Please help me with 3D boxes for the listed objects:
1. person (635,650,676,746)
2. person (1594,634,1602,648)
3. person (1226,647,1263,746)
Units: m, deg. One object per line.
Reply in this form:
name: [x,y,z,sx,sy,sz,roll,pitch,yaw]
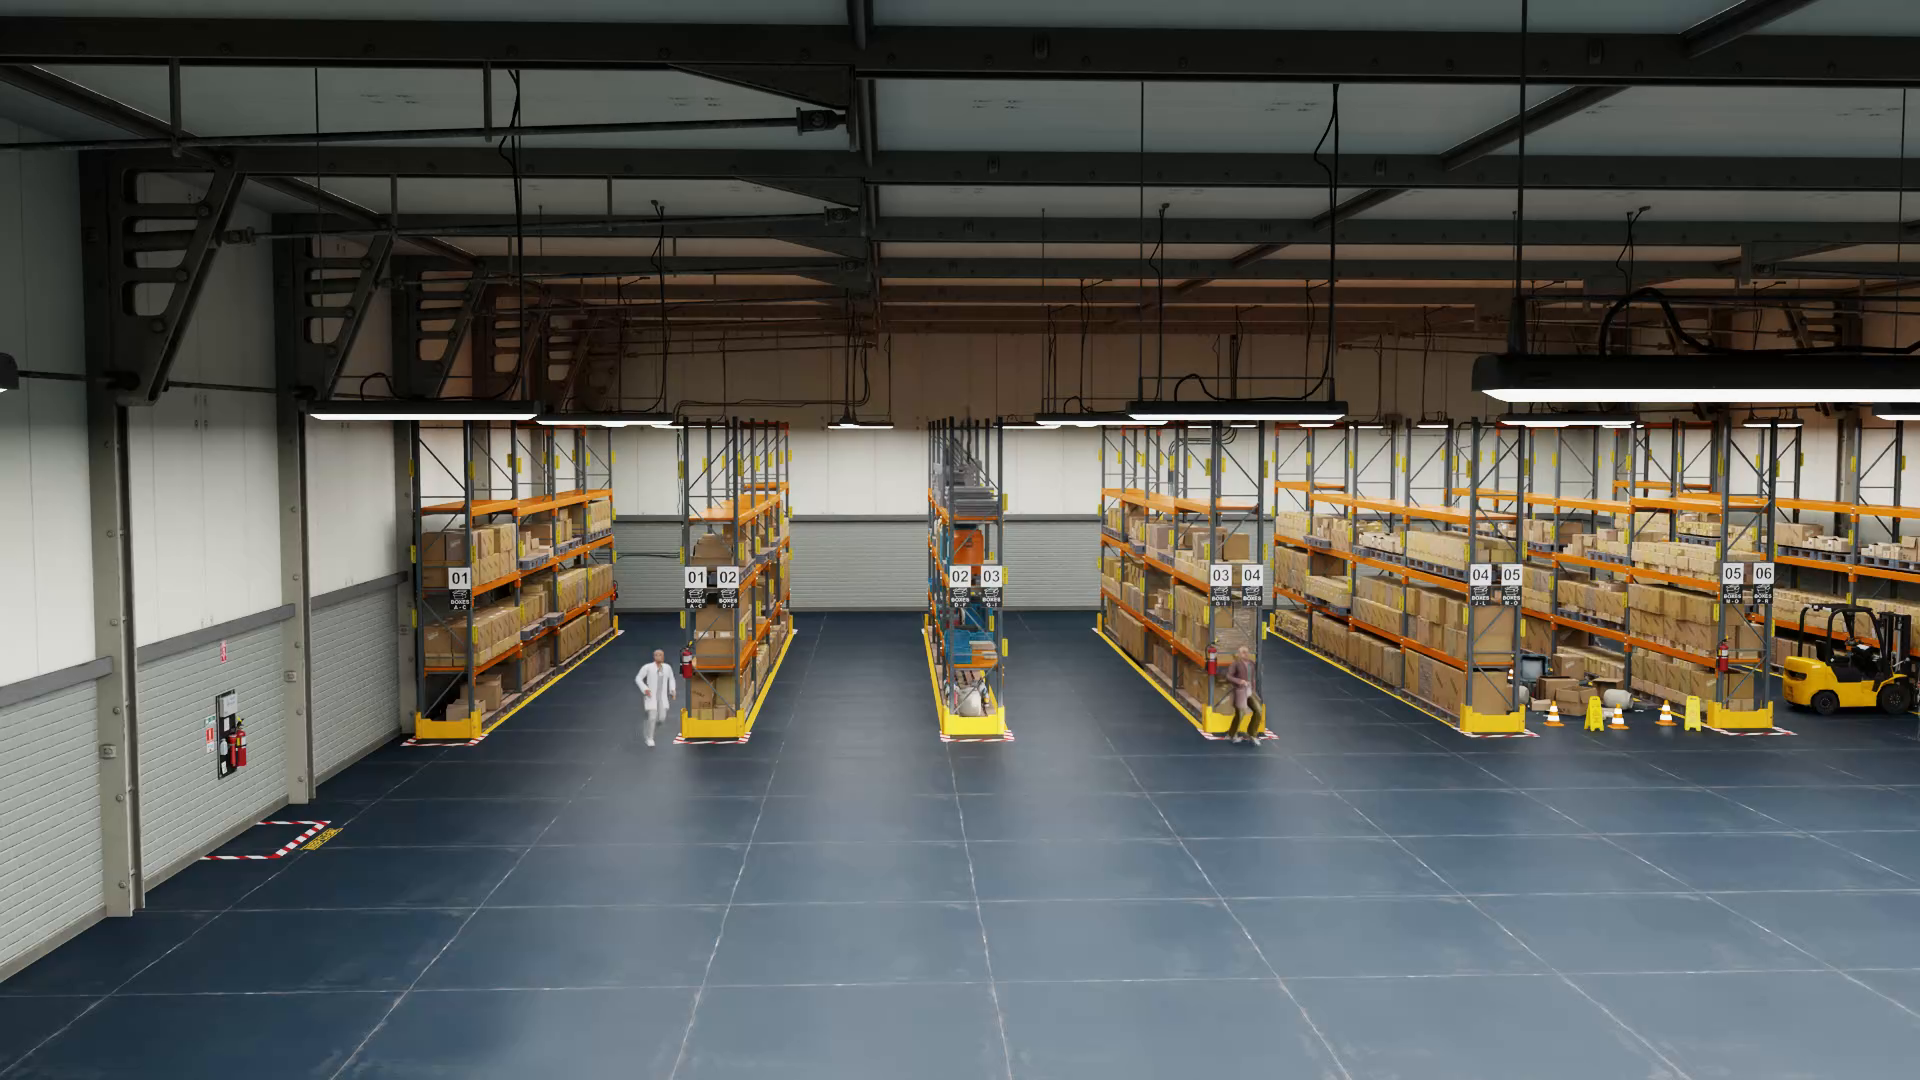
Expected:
person: [-5.563,2.878,30.480,0.779,1.729,0.581,-3,5,-35]
person: [16.206,2.177,42.508,0.546,1.562,0.496,-1,4,-9]
person: [5.197,2.855,30.405,0.770,1.819,0.695,-2,4,-33]
